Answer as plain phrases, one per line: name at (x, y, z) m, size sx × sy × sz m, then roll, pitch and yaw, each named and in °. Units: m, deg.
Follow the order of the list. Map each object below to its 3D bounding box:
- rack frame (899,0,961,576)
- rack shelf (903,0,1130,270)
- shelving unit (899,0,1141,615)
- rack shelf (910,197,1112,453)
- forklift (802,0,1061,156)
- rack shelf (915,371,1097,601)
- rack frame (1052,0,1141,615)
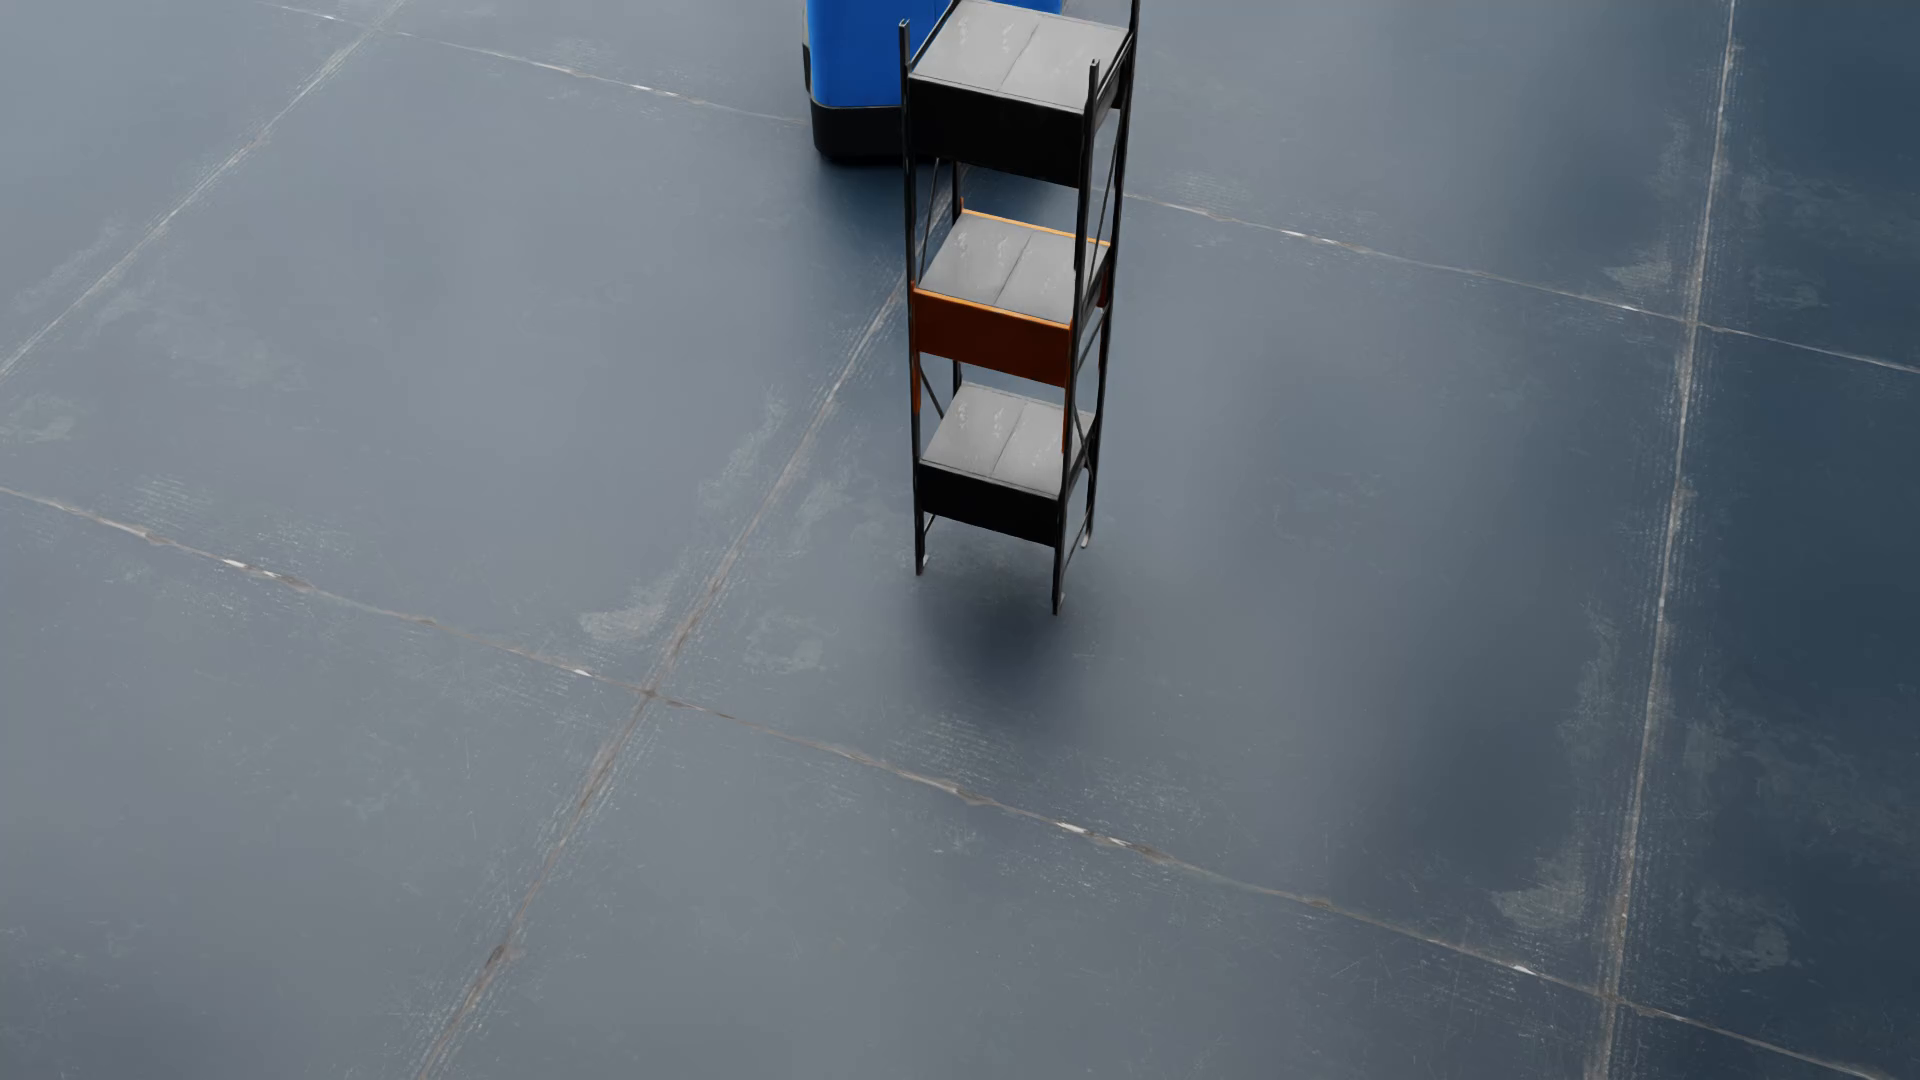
rack frame at (-0.074, -0.708, 4.974) m, size 0.015 × 2.100 × 0.400 m, roll 16°, pitch 51°, yaw 13°
rack shelf at (0.155, -1.094, 4.400) m, size 0.480 × 0.518 × 0.431 m, roll 16°, pitch 51°, yaw 13°
shelving unit at (0.155, -0.644, 4.919) m, size 0.503 × 2.100 × 0.431 m, roll 16°, pitch 51°, yaw 13°
rack shelf at (0.155, -0.635, 4.929) m, size 0.480 × 0.518 × 0.431 m, roll 16°, pitch 51°, yaw 13°
forklift at (-0.167, -3.701, 7.018) m, size 1.130 × 2.935 × 3.031 m, roll -2°, pitch 49°, yaw -2°
rack shelf at (0.155, -0.177, 5.458) m, size 0.480 × 0.518 × 0.431 m, roll 16°, pitch 51°, yaw 13°
rack frame at (0.384, -0.580, 4.864) m, size 0.015 × 2.100 × 0.400 m, roll 16°, pitch 51°, yaw 13°
